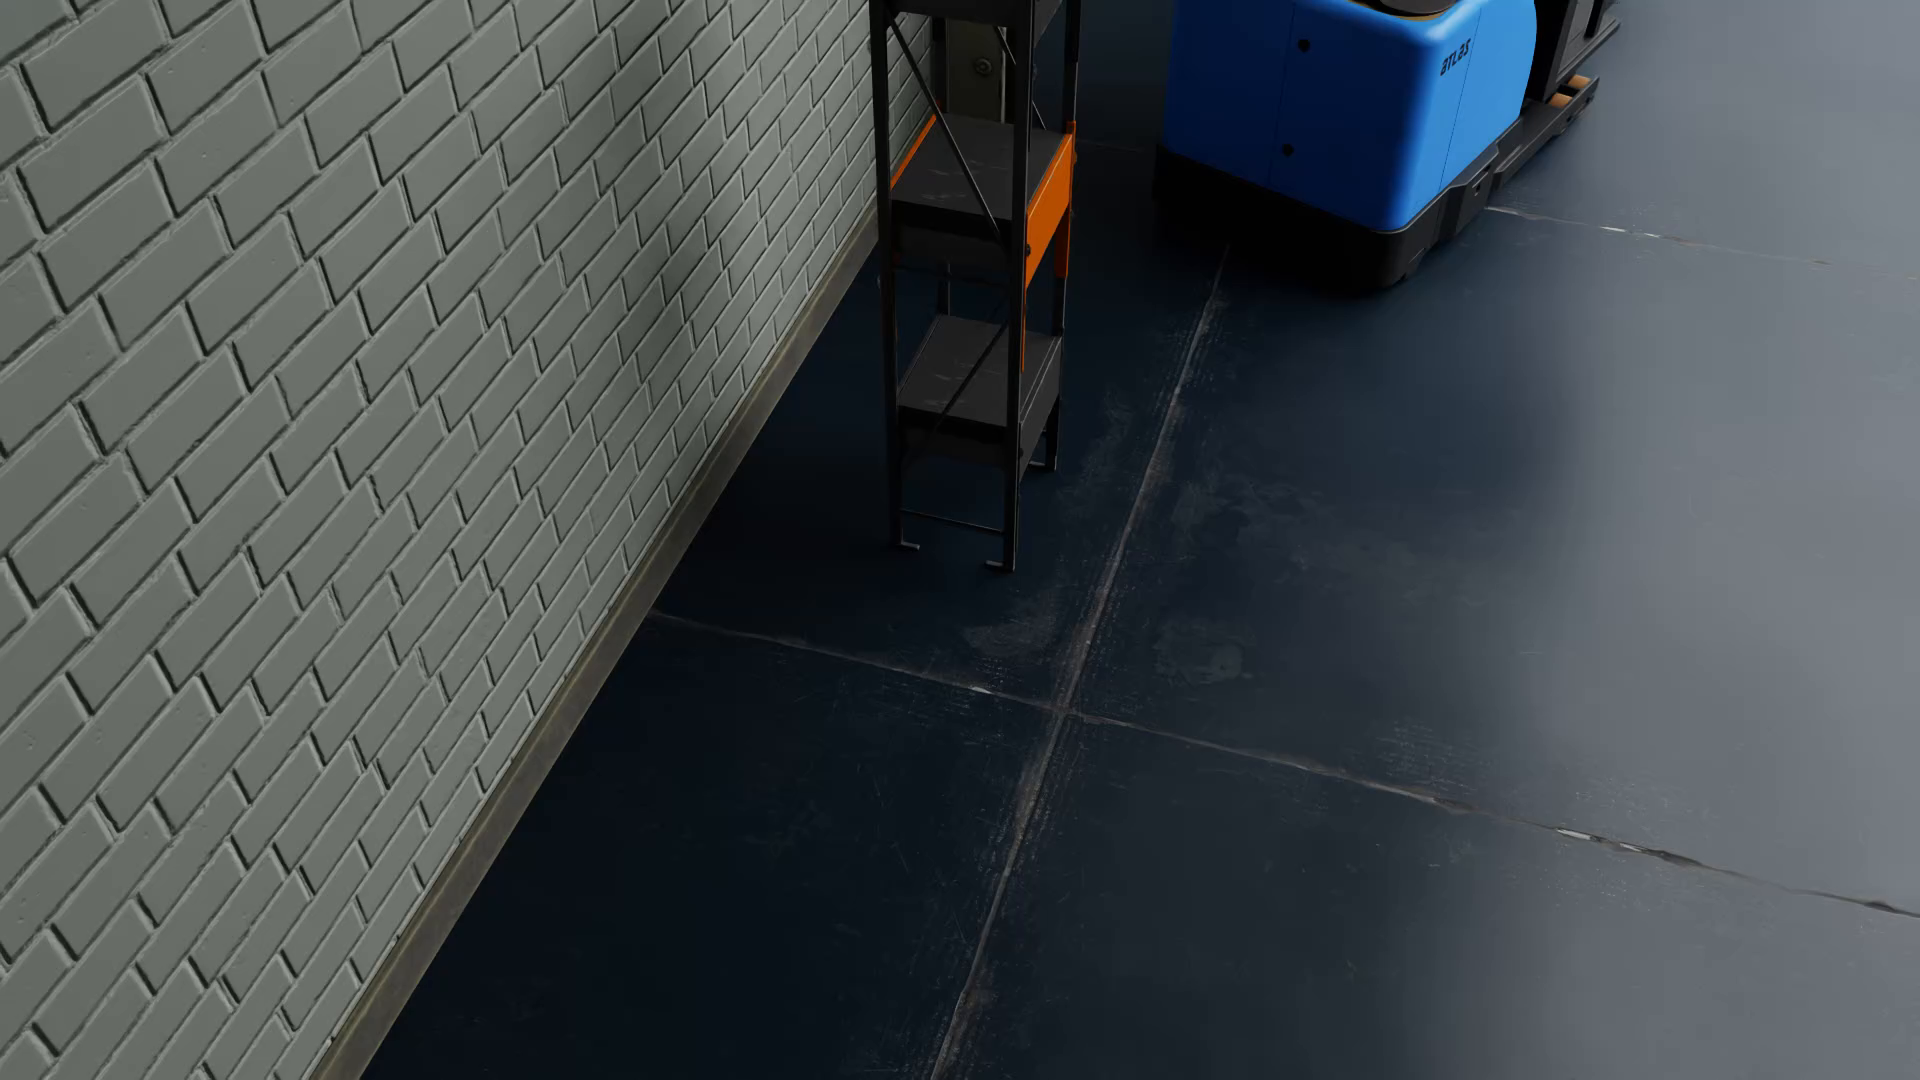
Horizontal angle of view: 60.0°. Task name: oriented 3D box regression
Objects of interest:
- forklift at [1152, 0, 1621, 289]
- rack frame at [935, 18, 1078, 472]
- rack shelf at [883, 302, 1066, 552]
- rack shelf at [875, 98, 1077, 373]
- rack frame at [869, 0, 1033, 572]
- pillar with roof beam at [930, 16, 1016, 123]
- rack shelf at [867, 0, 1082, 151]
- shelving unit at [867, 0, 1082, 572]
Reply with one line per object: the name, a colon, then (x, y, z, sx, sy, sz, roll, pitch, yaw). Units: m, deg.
forklift: (2.057, -2.946, 6.165, 1.130, 2.935, 3.031, 29, 51, 26)
rack frame: (0.124, -1.023, 4.795, 0.400, 2.100, 0.015, 13, 46, 12)
rack shelf: (0.050, -0.351, 5.127, 0.431, 0.518, 0.480, 13, 46, 12)
rack shelf: (0.050, -0.851, 4.638, 0.431, 0.518, 0.480, 13, 46, 12)
rack frame: (-0.024, -0.698, 4.462, 0.400, 2.100, 0.015, 13, 46, 12)
pillar with roof beam: (4.182, -4.069, 2.974, 9.100, 9.000, 0.400, 13, 46, 13)
rack shelf: (0.050, -1.351, 4.148, 0.431, 0.518, 0.480, 13, 46, 12)
shelving unit: (0.050, -0.861, 4.628, 0.431, 2.100, 0.503, 13, 46, 12)
